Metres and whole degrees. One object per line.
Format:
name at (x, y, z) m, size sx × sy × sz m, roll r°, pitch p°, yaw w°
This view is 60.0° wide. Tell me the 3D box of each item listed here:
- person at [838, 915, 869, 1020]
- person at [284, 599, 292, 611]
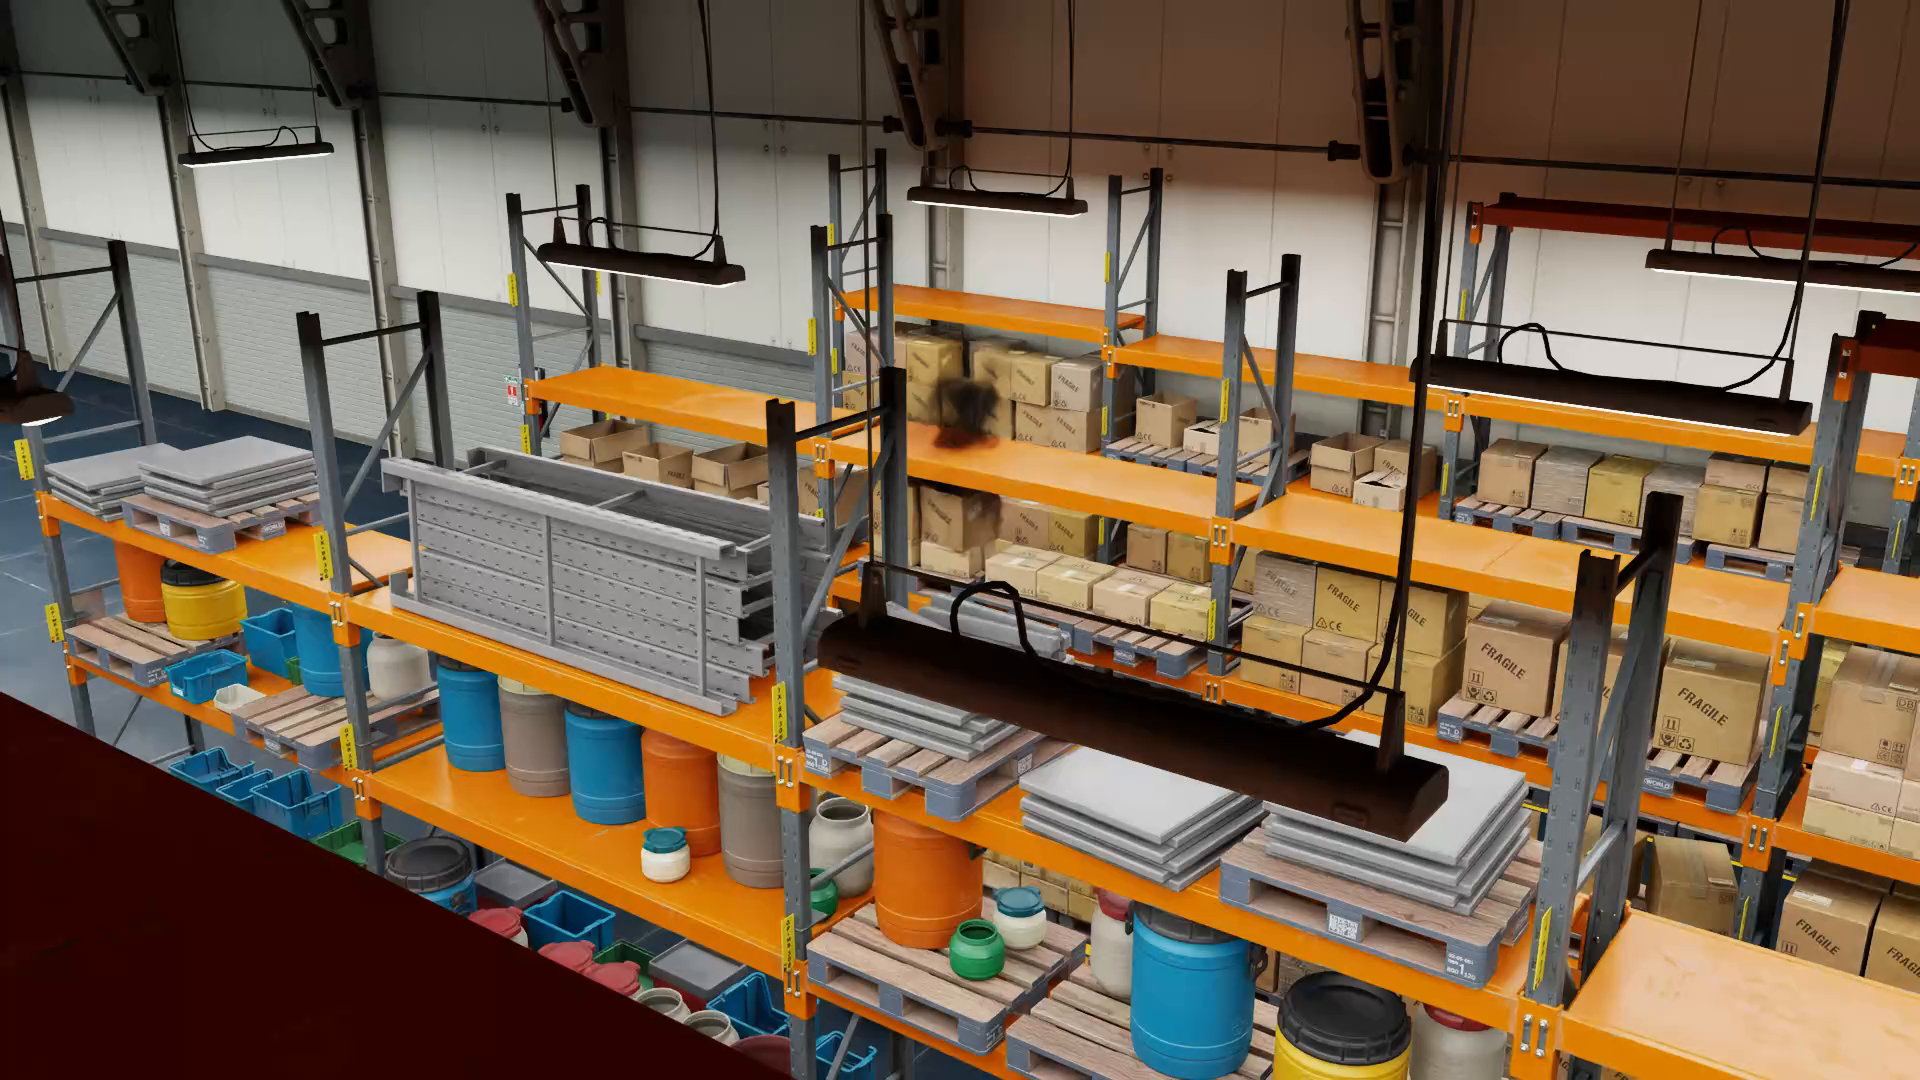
person at (-0.822, 3.043, 13.263) m, size 0.622 × 1.668 × 0.659 m, roll 8°, pitch 20°, yaw 23°
person at (-7.238, 1.347, 18.584) m, size 0.885 × 1.606 × 0.540 m, roll -7°, pitch 20°, yaw -19°
